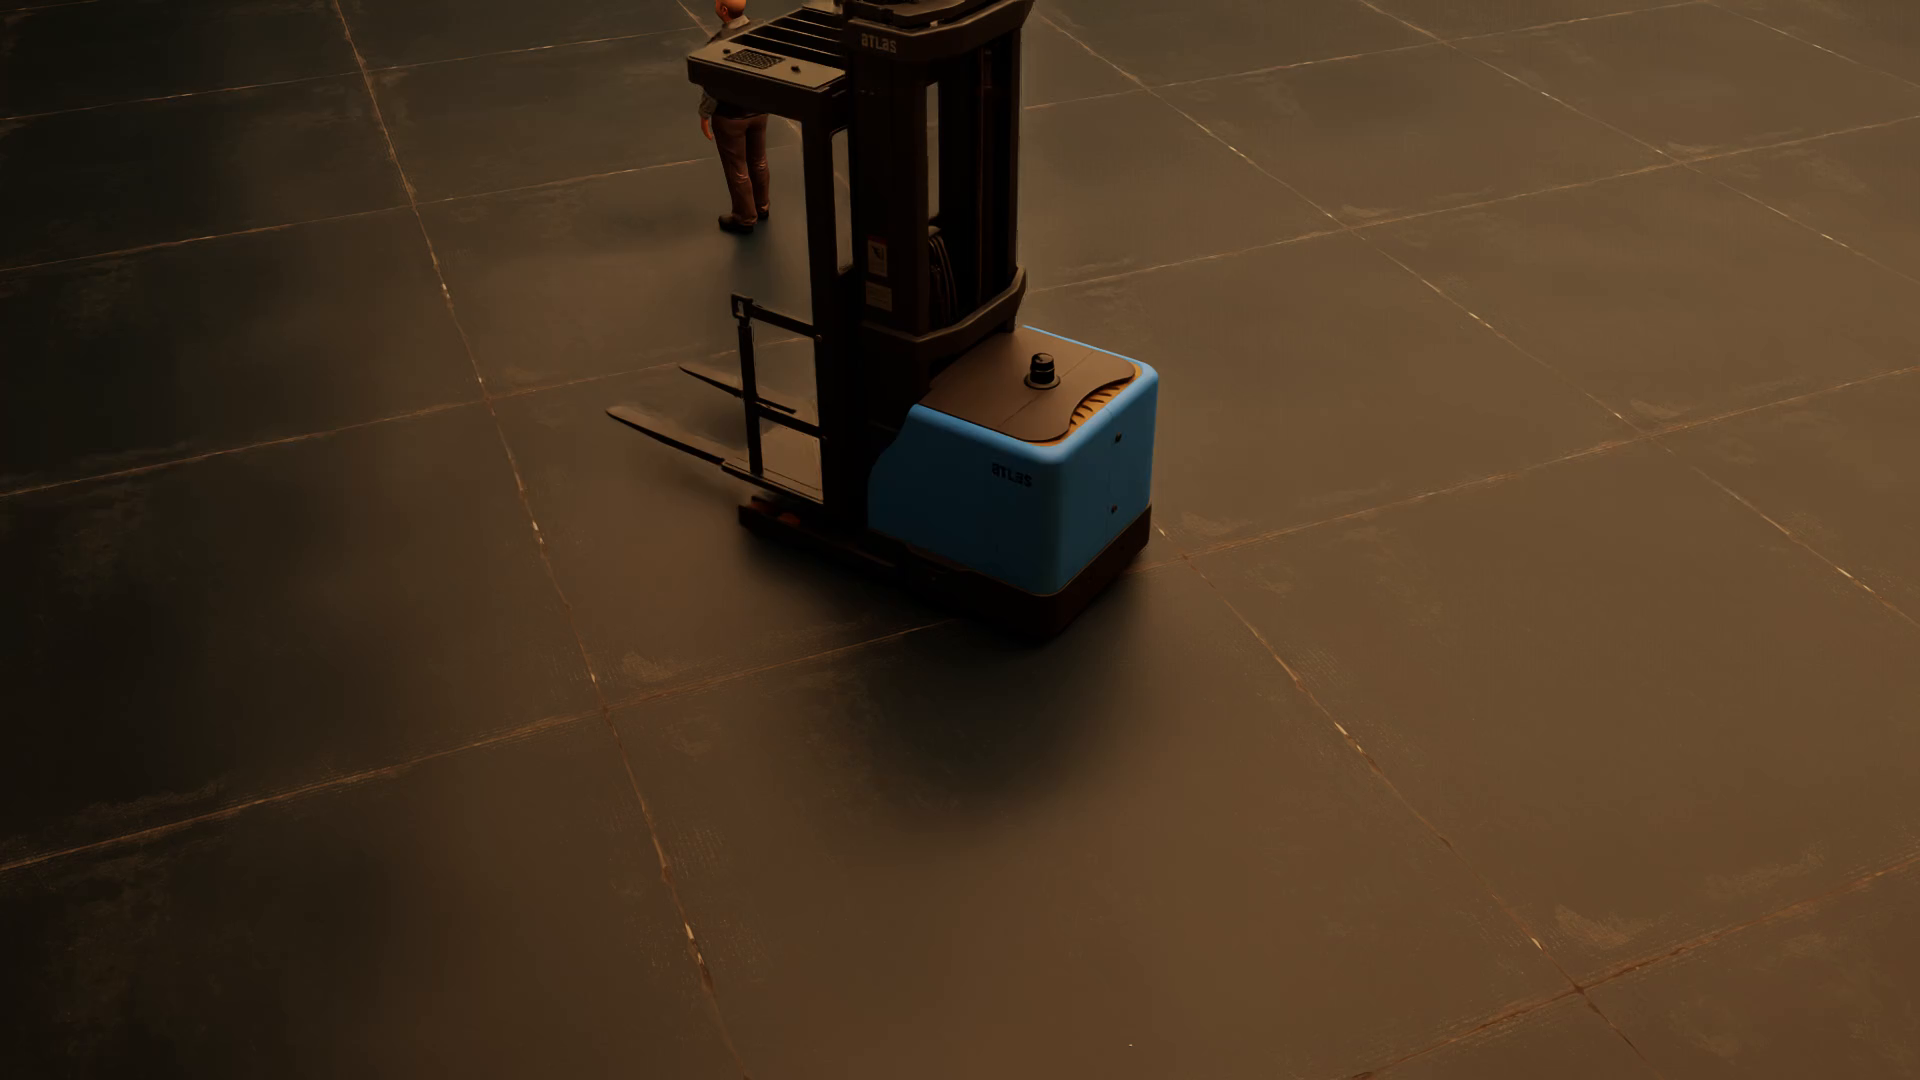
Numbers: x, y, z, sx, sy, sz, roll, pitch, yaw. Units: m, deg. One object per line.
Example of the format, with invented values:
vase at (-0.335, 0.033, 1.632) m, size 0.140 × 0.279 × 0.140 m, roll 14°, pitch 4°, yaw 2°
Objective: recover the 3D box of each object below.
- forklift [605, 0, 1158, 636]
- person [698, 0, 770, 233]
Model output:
forklift at (-0.542, -1.400, 8.067) m, size 3.031 × 2.935 × 1.130 m, roll 22°, pitch 41°, yaw 27°
person at (-1.531, -2.910, 11.222) m, size 0.568 × 1.720 × 0.631 m, roll 29°, pitch 44°, yaw 34°
